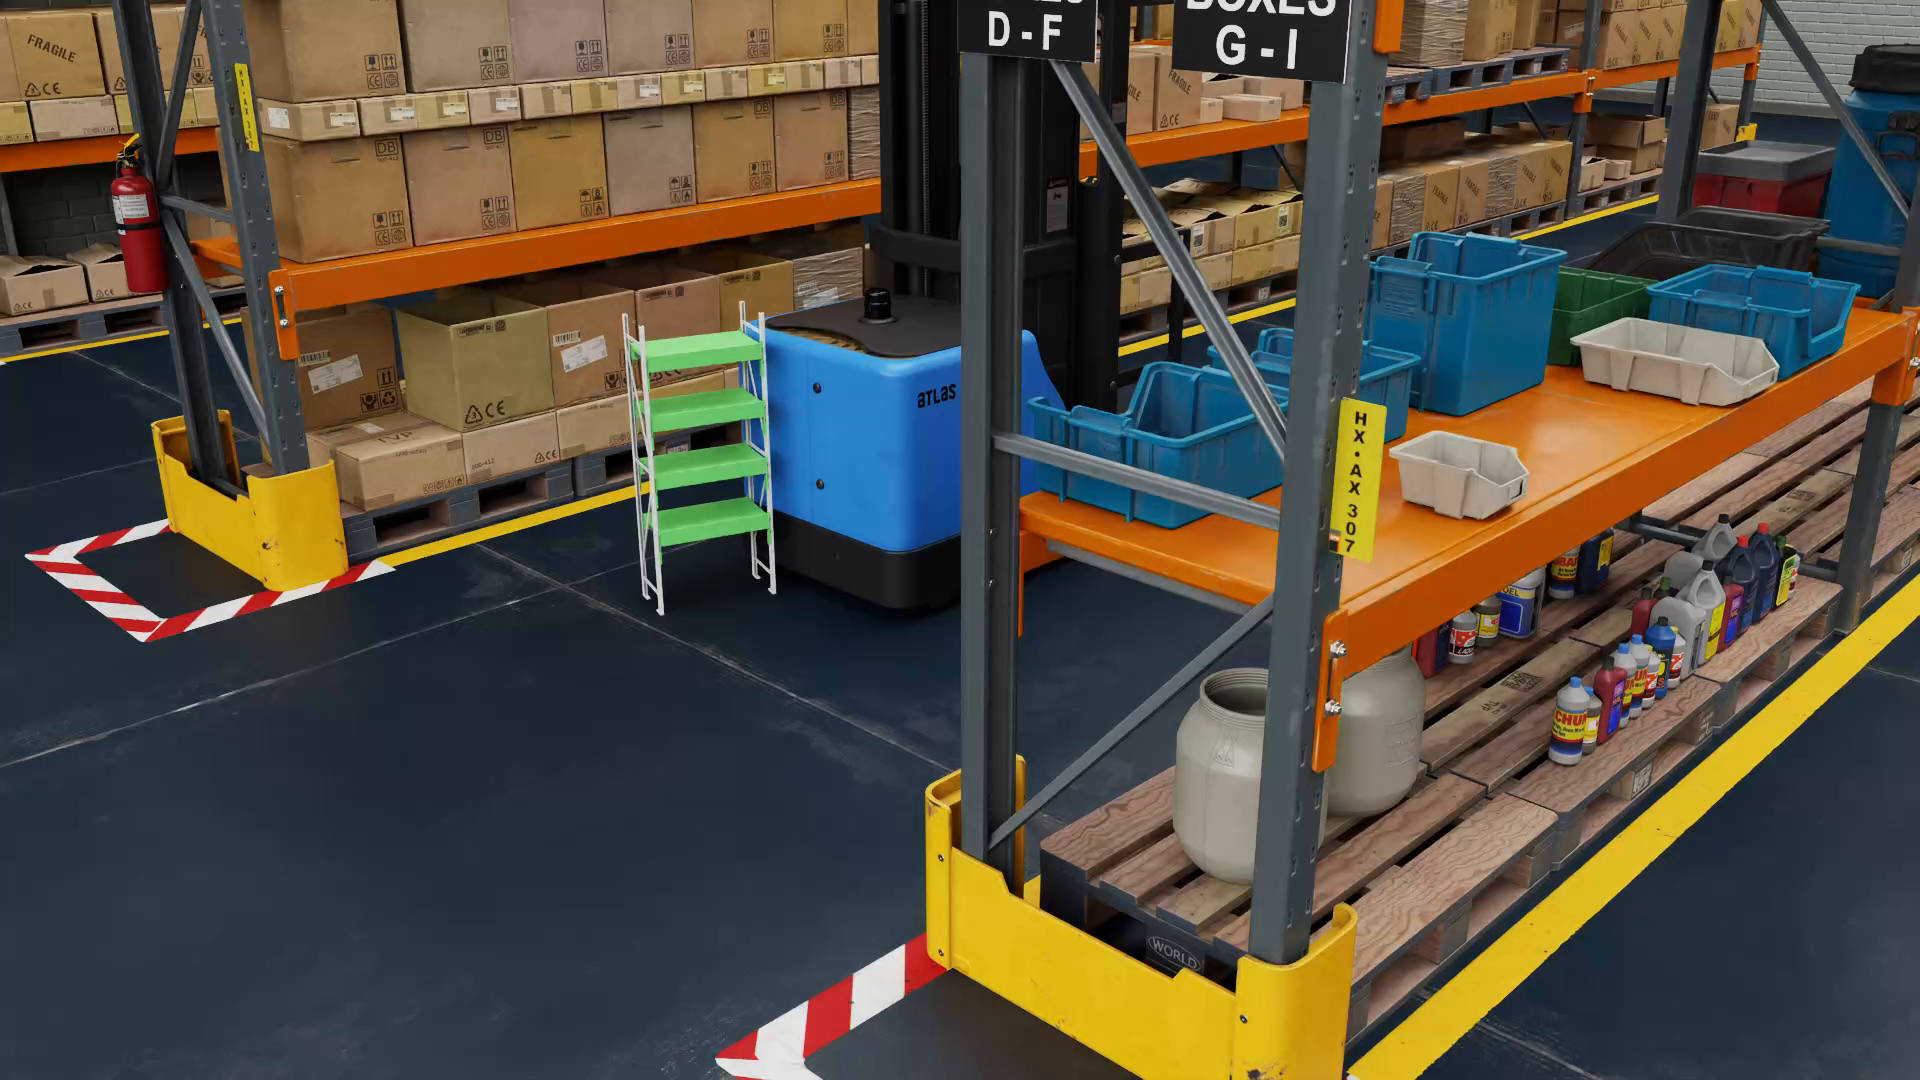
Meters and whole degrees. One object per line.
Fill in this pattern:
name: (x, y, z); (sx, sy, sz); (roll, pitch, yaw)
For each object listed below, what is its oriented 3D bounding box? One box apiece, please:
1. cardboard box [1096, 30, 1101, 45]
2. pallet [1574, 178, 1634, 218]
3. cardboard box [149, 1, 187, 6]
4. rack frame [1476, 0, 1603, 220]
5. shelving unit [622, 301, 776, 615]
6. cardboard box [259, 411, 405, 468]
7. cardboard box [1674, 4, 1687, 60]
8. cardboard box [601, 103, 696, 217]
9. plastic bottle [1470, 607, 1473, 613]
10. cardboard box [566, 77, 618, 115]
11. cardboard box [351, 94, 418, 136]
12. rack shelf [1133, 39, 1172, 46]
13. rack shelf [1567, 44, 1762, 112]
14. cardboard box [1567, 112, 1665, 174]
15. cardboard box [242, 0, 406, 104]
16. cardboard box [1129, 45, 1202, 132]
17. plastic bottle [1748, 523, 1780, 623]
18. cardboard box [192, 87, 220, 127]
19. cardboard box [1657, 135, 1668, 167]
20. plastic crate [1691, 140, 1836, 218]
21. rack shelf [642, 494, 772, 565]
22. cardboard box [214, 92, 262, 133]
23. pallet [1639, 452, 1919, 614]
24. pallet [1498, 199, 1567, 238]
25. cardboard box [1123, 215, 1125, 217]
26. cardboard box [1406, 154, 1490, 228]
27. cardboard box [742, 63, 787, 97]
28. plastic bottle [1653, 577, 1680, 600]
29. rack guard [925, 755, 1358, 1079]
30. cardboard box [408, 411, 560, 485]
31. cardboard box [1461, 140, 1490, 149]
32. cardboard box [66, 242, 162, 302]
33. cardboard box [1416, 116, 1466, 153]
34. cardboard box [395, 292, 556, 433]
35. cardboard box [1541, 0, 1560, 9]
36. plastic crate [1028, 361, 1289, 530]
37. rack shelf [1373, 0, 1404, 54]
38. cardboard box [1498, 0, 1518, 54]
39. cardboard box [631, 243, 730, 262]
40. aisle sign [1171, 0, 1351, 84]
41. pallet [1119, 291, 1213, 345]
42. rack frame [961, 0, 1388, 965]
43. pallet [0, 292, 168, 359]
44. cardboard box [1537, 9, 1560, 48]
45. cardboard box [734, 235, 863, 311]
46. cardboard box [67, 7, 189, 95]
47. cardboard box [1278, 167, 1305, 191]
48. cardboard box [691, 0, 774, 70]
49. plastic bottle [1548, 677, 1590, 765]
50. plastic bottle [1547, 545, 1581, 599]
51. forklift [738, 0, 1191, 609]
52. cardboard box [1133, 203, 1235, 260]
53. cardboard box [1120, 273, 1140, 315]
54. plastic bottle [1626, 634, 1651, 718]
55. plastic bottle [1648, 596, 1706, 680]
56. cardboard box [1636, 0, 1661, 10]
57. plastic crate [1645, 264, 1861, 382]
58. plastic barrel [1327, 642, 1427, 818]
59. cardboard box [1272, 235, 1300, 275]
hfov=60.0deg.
cardboard box: (1.268, -5.300, 17.506); (0.250, 0.149, 0.380); (-19, 28, -40)
pallet: (5.705, -3.328, 15.939); (1.003, 0.211, 1.213); (19, 28, 41)
cardboard box: (-5.454, -3.462, 11.535); (0.500, 0.500, 0.500); (-20, 29, -41)
rack frame: (5.225, -4.453, 14.980); (1.000, 3.000, 0.127); (19, 28, 41)
shelving unit: (-1.051, -0.332, 6.765); (0.503, 1.200, 0.258); (-10, 23, -25)
cardboard box: (-2.984, -0.493, 7.923); (0.500, 0.250, 0.500); (19, 28, 41)
cardboard box: (6.835, -4.954, 16.144); (0.500, 0.500, 0.500); (19, 28, 40)
cardboard box: (-1.733, -1.931, 8.277); (0.500, 0.500, 0.700); (-19, 28, -40)
plastic bottle: (1.772, 0.184, 5.993); (0.185, 0.351, 0.144); (-19, 28, -40)
cardboard box: (-1.821, -2.097, 7.805); (0.380, 0.149, 0.250); (19, 28, 40)
cardboard box: (-2.536, -1.834, 7.121); (0.380, 0.149, 0.250); (18, 28, 39)
rack shelf: (3.068, -5.870, 19.670); (1.077, 0.370, 4.000); (19, 28, 41)
rack shelf: (6.620, -4.632, 16.446); (1.077, 0.370, 4.000); (19, 28, 41)
cardboard box: (6.532, -3.978, 16.608); (0.797, 0.503, 0.637); (19, 28, 41)
cardboard box: (-2.774, -2.151, 7.043); (0.700, 0.500, 0.500); (19, 28, 41)
cardboard box: (1.276, -3.036, 11.154); (0.500, 0.500, 0.500); (17, 27, 38)
plastic bottle: (2.948, 0.113, 6.179); (0.144, 0.351, 0.185); (18, 28, 39)
cardboard box: (-5.064, -2.989, 11.350); (0.500, 0.250, 0.500); (20, 28, 41)
cardboard box: (7.128, -3.965, 16.929); (0.500, 0.250, 0.500); (19, 28, 41)
plastic crate: (3.309, -1.387, 6.913); (0.402, 0.464, 0.583); (19, 28, 41)
rack shelf: (-1.051, -0.048, 6.874); (0.480, 0.148, 0.258); (-10, 23, -25)
cardboard box: (-3.016, -1.864, 7.200); (0.380, 0.149, 0.250); (19, 28, 40)
pallet: (3.711, -0.066, 7.452); (1.003, 0.211, 1.213); (19, 28, 41)
pallet: (4.685, -2.933, 14.911); (1.003, 0.211, 1.213); (19, 28, 41)
cardboard box: (0.783, -2.138, 11.422); (0.500, 0.311, 0.500); (19, 28, 40)
cardboard box: (4.032, -2.908, 13.831); (0.500, 0.500, 0.500); (18, 27, 39)
cardboard box: (-1.103, -2.362, 8.494); (0.380, 0.149, 0.250); (19, 28, 40)
plastic bottle: (2.497, 0.257, 5.897); (0.061, 0.283, 0.133); (19, 28, 41)
rack guard: (0.420, 1.008, 4.256); (1.175, 0.500, 0.348); (19, 28, 41)
cardboard box: (-2.267, -0.493, 7.923); (0.500, 0.250, 0.500); (19, 28, 41)
cardboard box: (4.349, -3.289, 14.820); (0.500, 0.500, 0.500); (-20, 28, -41)
cardboard box: (-5.753, -1.860, 11.366); (0.500, 0.311, 0.500); (-17, 27, -38)
cardboard box: (4.015, -3.521, 14.381); (0.500, 0.250, 0.500); (19, 28, 41)
cardboard box: (-2.265, -0.842, 7.787); (0.500, 0.500, 0.500); (19, 28, 41)
cardboard box: (5.392, -5.161, 15.289); (0.500, 0.500, 0.500); (19, 28, 41)
plastic crate: (0.535, -0.262, 4.283); (0.499, 0.251, 0.616); (19, 28, 41)
rack shelf: (1.795, -1.706, 4.655); (1.077, 0.370, 4.000); (19, 28, 41)
cardboard box: (4.300, -4.438, 14.214); (0.500, 0.500, 0.700); (-15, 26, -34)
cardboard box: (-1.601, -1.361, 9.138); (0.500, 0.500, 0.500); (19, 28, 41)
aisle sign: (0.560, -1.250, 3.021); (0.394, 0.787, 0.004); (19, 28, 41)
pallet: (0.981, -1.609, 11.468); (1.003, 0.211, 1.213); (19, 28, 41)
rack frame: (0.400, -0.128, 3.726); (1.000, 3.000, 0.127); (19, 28, 41)
pallet: (-6.053, -1.525, 11.249); (1.003, 0.211, 1.213); (19, 28, 41)
cardboard box: (5.390, -4.693, 15.463); (0.500, 0.500, 0.500); (-20, 28, -41)
cardboard box: (-0.880, -1.360, 9.134); (0.500, 0.500, 0.500); (19, 28, 41)
cardboard box: (-5.433, -3.200, 10.855); (0.500, 0.500, 0.500); (18, 27, 39)
cardboard box: (2.919, -2.763, 13.452); (0.500, 0.500, 0.500); (-19, 28, -40)
cardboard box: (-1.362, -2.675, 8.405); (0.700, 0.500, 0.500); (19, 28, 41)
plastic bottle: (1.888, 0.552, 5.147); (0.097, 0.271, 0.097); (0, 21, 0)
plastic bottle: (2.316, 0.083, 6.367); (0.097, 0.271, 0.097); (0, 21, 0)
forklift: (0.439, -1.530, 7.470); (1.130, 2.935, 3.031); (19, 28, 41)
cardboard box: (1.534, -2.139, 11.424); (0.500, 0.311, 0.500); (19, 28, 40)
cardboard box: (0.820, -1.616, 10.845); (0.500, 0.250, 0.500); (18, 28, 39)
plastic bottle: (2.197, 0.438, 5.443); (0.097, 0.271, 0.097); (0, 21, 0)
plastic bottle: (2.472, 0.321, 5.742); (0.135, 0.276, 0.152); (-20, 28, -41)
cardboard box: (6.115, -5.150, 15.260); (0.500, 0.500, 0.500); (18, 28, 39)
plastic crate: (2.613, -0.734, 5.511); (0.499, 0.251, 0.616); (19, 28, 41)
plastic barrel: (1.154, 0.520, 4.923); (0.421, 0.512, 0.421); (0, 21, 0)
cardboard box: (2.242, -2.141, 12.212); (0.500, 0.250, 0.500); (-19, 28, -41)
